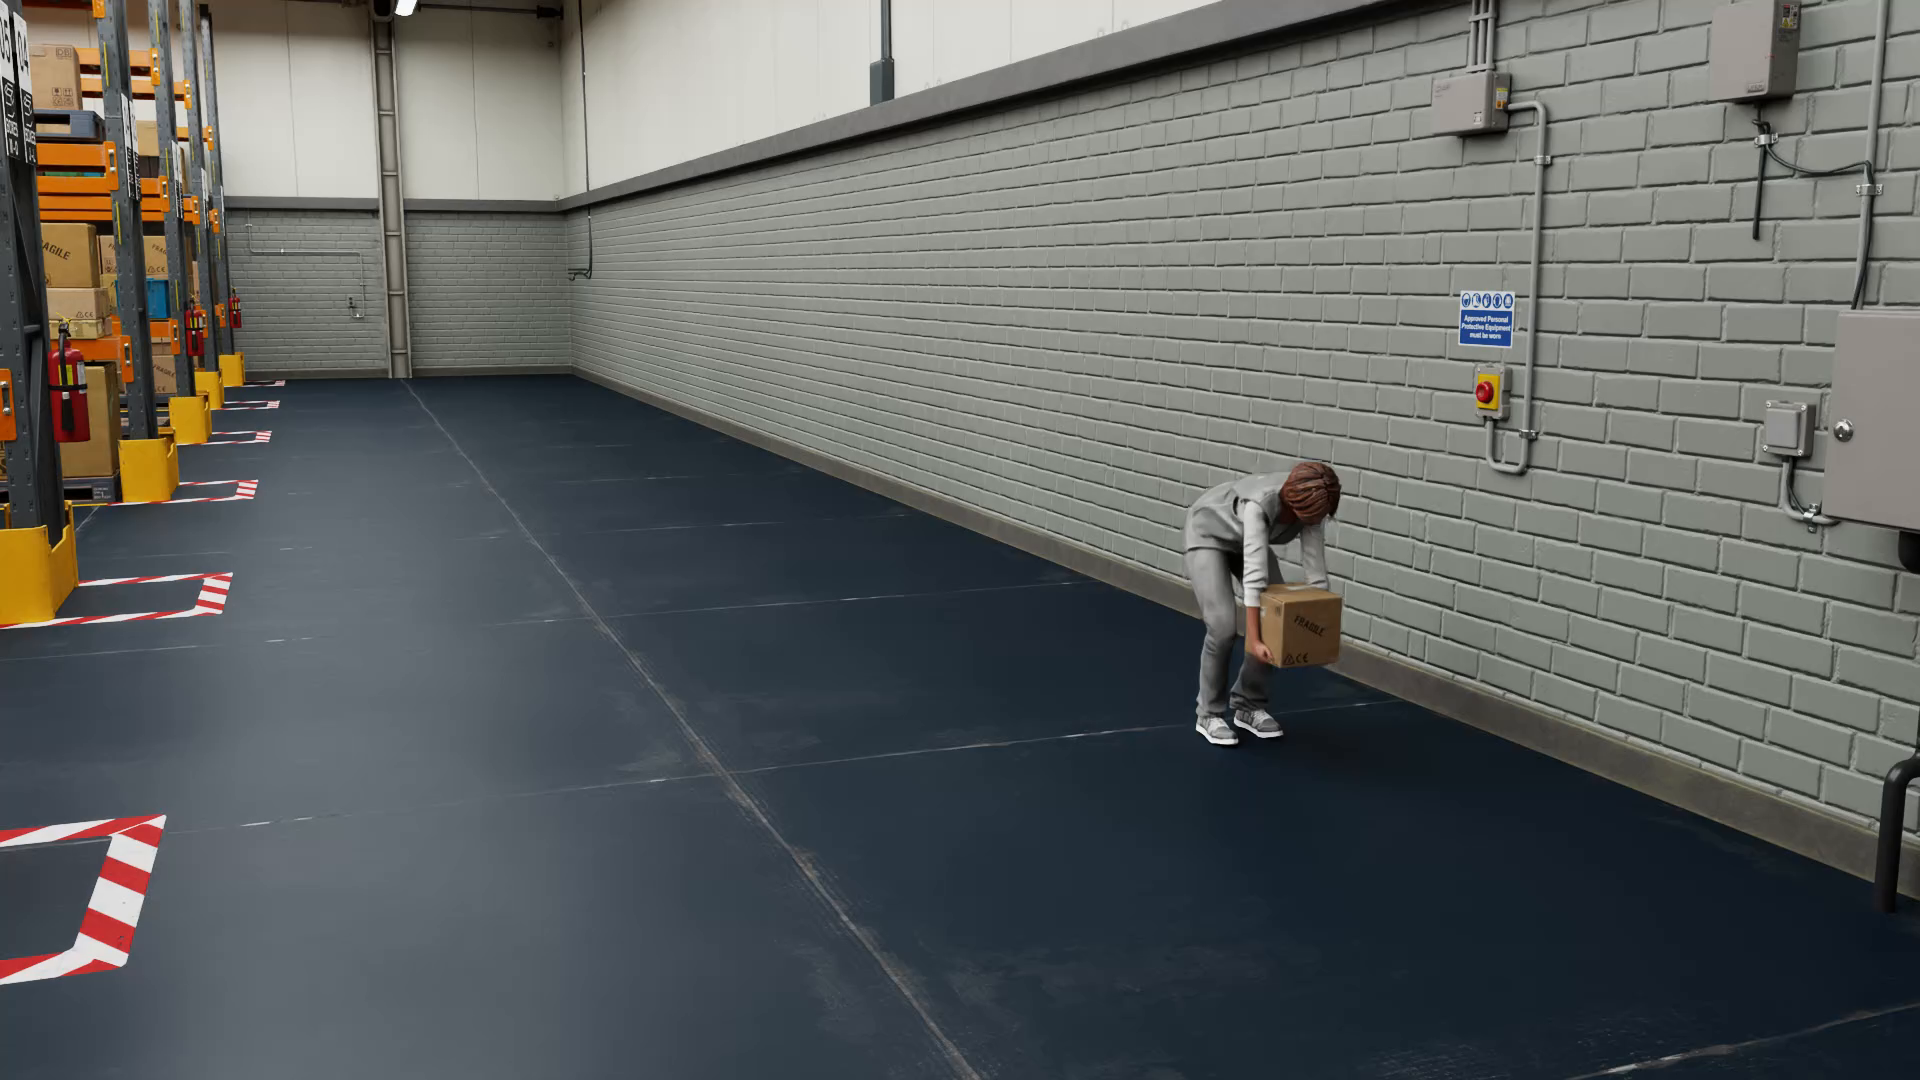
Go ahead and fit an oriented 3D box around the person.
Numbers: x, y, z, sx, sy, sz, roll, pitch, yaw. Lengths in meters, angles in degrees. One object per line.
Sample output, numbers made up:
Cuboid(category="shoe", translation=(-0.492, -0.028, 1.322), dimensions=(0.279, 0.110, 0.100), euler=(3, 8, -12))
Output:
Cuboid(category="person", translation=(1.158, 0.239, 6.365), dimensions=(0.395, 1.144, 0.836), euler=(-4, 10, -23))
